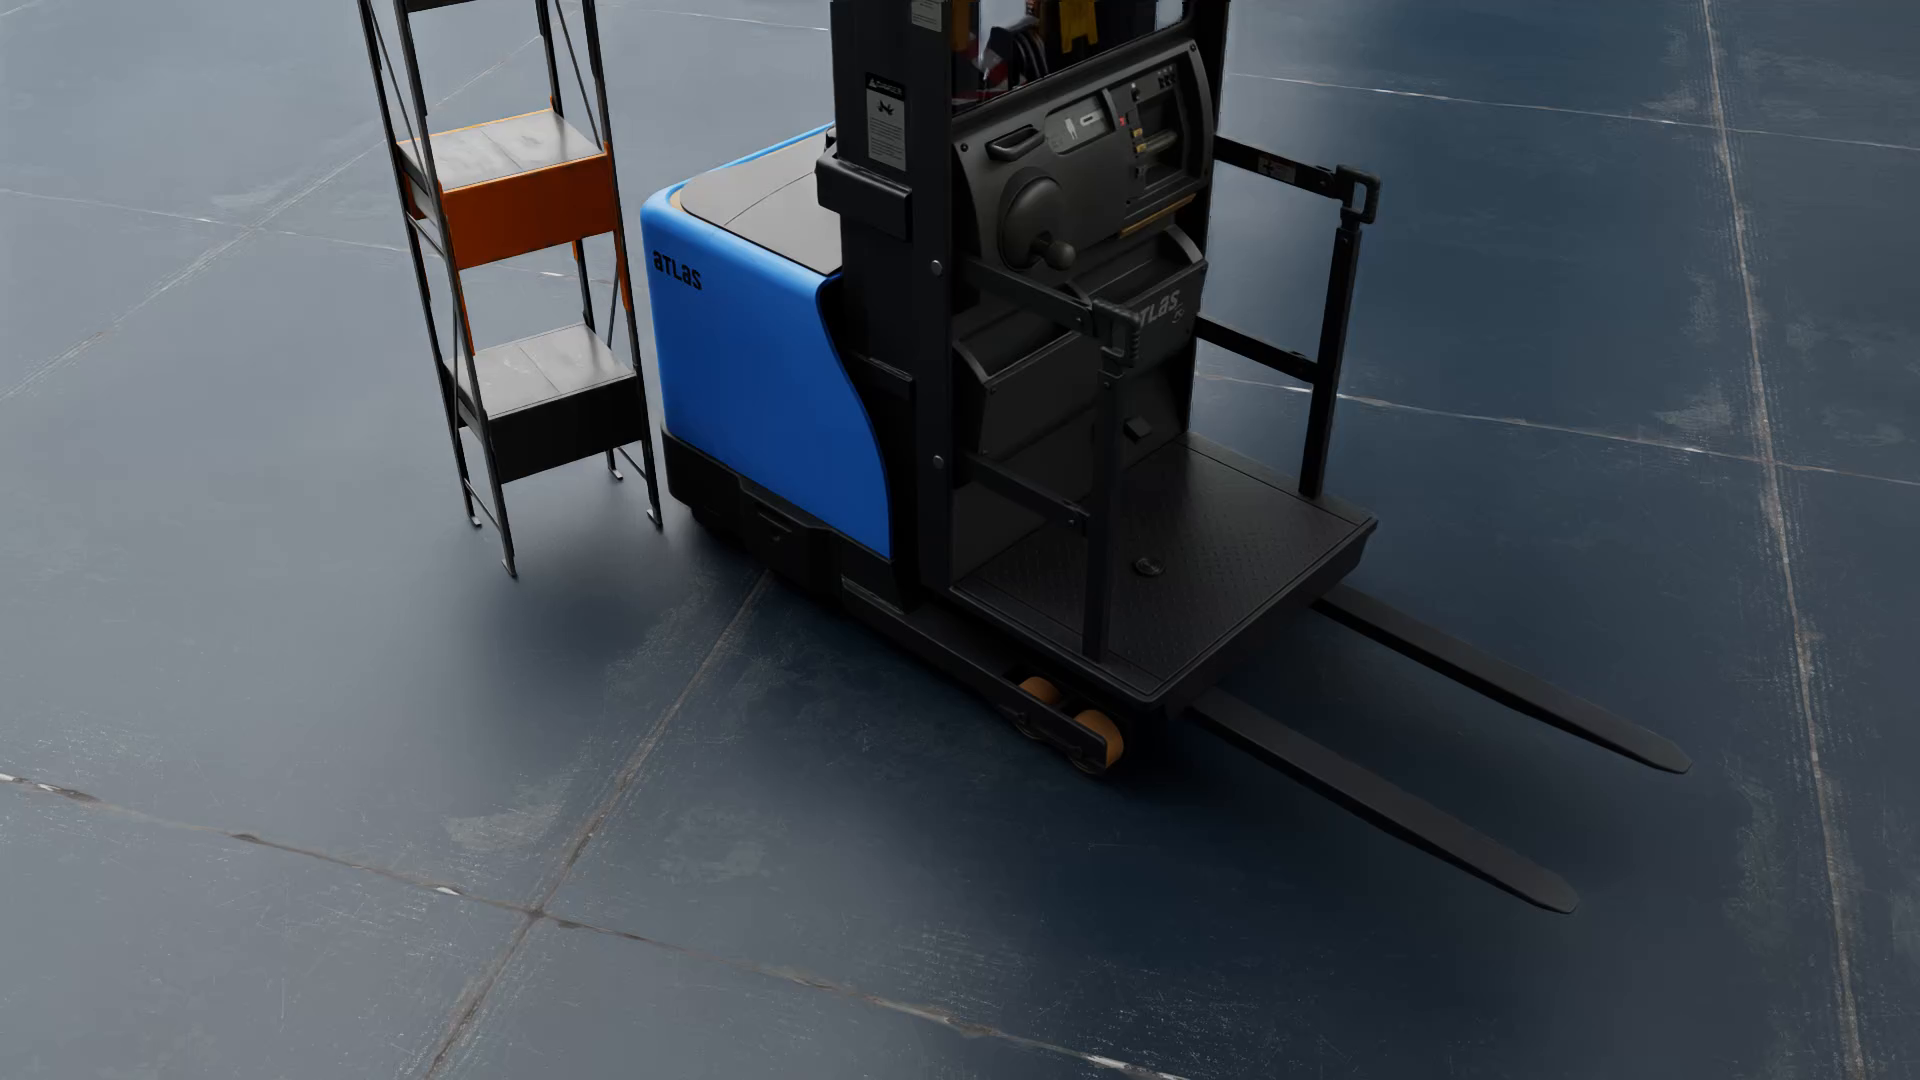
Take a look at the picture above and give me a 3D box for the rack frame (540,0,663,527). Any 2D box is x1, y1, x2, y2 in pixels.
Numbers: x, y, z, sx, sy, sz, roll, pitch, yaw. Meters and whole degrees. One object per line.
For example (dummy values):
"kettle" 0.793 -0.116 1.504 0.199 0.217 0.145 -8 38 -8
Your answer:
"rack frame" -1.065 -0.990 4.824 0.015 2.100 0.400 -21 41 -26

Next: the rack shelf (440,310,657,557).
"rack shelf" -1.270 -0.337 5.140 0.480 0.518 0.431 -21 41 -26

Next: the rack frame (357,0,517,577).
"rack frame" -1.474 -0.832 4.610 0.015 2.100 0.400 -21 41 -26

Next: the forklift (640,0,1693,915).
"forklift" 0.483 -0.915 4.021 3.031 2.935 1.130 29 45 33

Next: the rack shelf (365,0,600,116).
"rack shelf" -1.270 -1.464 4.310 0.480 0.518 0.431 -21 41 -26

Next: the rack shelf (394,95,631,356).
"rack shelf" -1.270 -0.900 4.725 0.480 0.518 0.431 -21 41 -26

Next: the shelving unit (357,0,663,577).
"shelving unit" -1.270 -0.911 4.717 0.503 2.100 0.431 -21 41 -26
